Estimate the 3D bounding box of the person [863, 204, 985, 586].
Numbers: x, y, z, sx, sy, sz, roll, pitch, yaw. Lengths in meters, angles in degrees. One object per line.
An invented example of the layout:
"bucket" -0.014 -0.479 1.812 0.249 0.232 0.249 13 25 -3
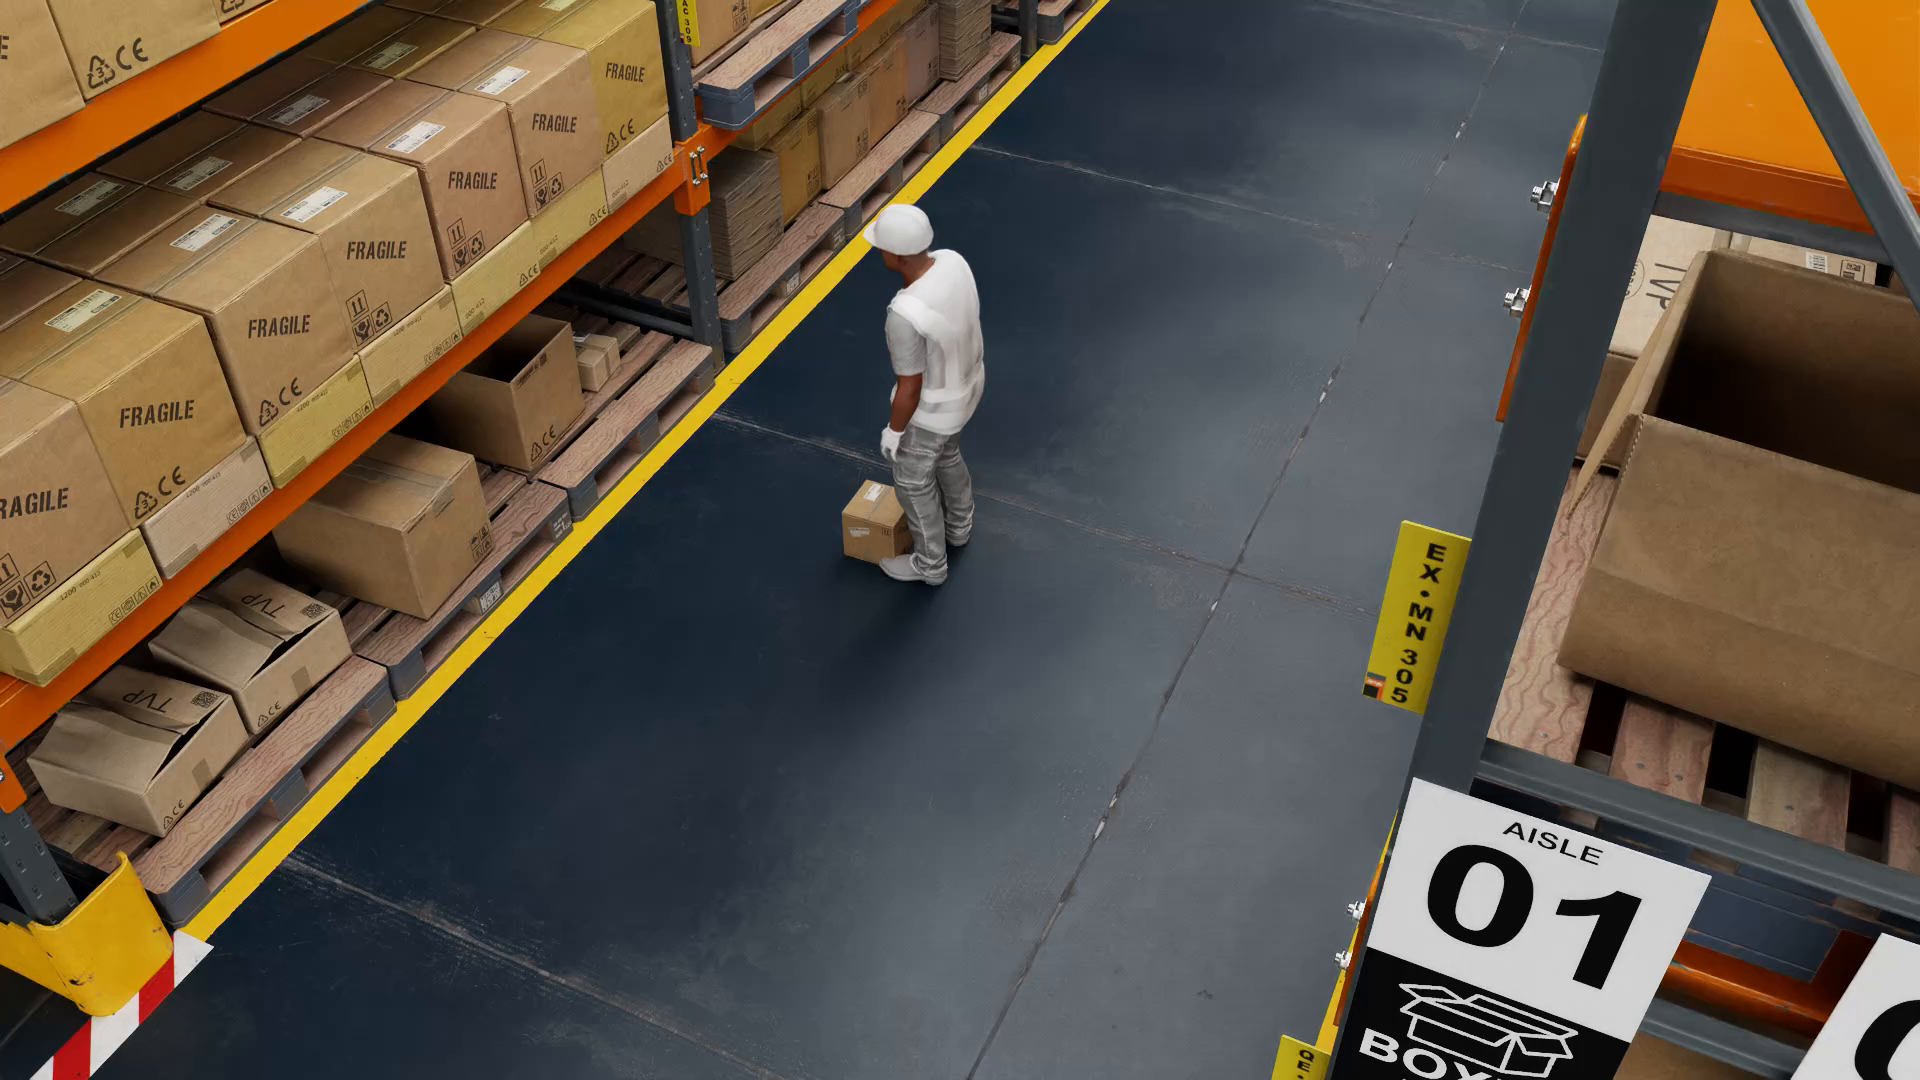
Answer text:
"person" -0.143 -0.582 6.806 0.454 1.774 0.624 17 44 18
